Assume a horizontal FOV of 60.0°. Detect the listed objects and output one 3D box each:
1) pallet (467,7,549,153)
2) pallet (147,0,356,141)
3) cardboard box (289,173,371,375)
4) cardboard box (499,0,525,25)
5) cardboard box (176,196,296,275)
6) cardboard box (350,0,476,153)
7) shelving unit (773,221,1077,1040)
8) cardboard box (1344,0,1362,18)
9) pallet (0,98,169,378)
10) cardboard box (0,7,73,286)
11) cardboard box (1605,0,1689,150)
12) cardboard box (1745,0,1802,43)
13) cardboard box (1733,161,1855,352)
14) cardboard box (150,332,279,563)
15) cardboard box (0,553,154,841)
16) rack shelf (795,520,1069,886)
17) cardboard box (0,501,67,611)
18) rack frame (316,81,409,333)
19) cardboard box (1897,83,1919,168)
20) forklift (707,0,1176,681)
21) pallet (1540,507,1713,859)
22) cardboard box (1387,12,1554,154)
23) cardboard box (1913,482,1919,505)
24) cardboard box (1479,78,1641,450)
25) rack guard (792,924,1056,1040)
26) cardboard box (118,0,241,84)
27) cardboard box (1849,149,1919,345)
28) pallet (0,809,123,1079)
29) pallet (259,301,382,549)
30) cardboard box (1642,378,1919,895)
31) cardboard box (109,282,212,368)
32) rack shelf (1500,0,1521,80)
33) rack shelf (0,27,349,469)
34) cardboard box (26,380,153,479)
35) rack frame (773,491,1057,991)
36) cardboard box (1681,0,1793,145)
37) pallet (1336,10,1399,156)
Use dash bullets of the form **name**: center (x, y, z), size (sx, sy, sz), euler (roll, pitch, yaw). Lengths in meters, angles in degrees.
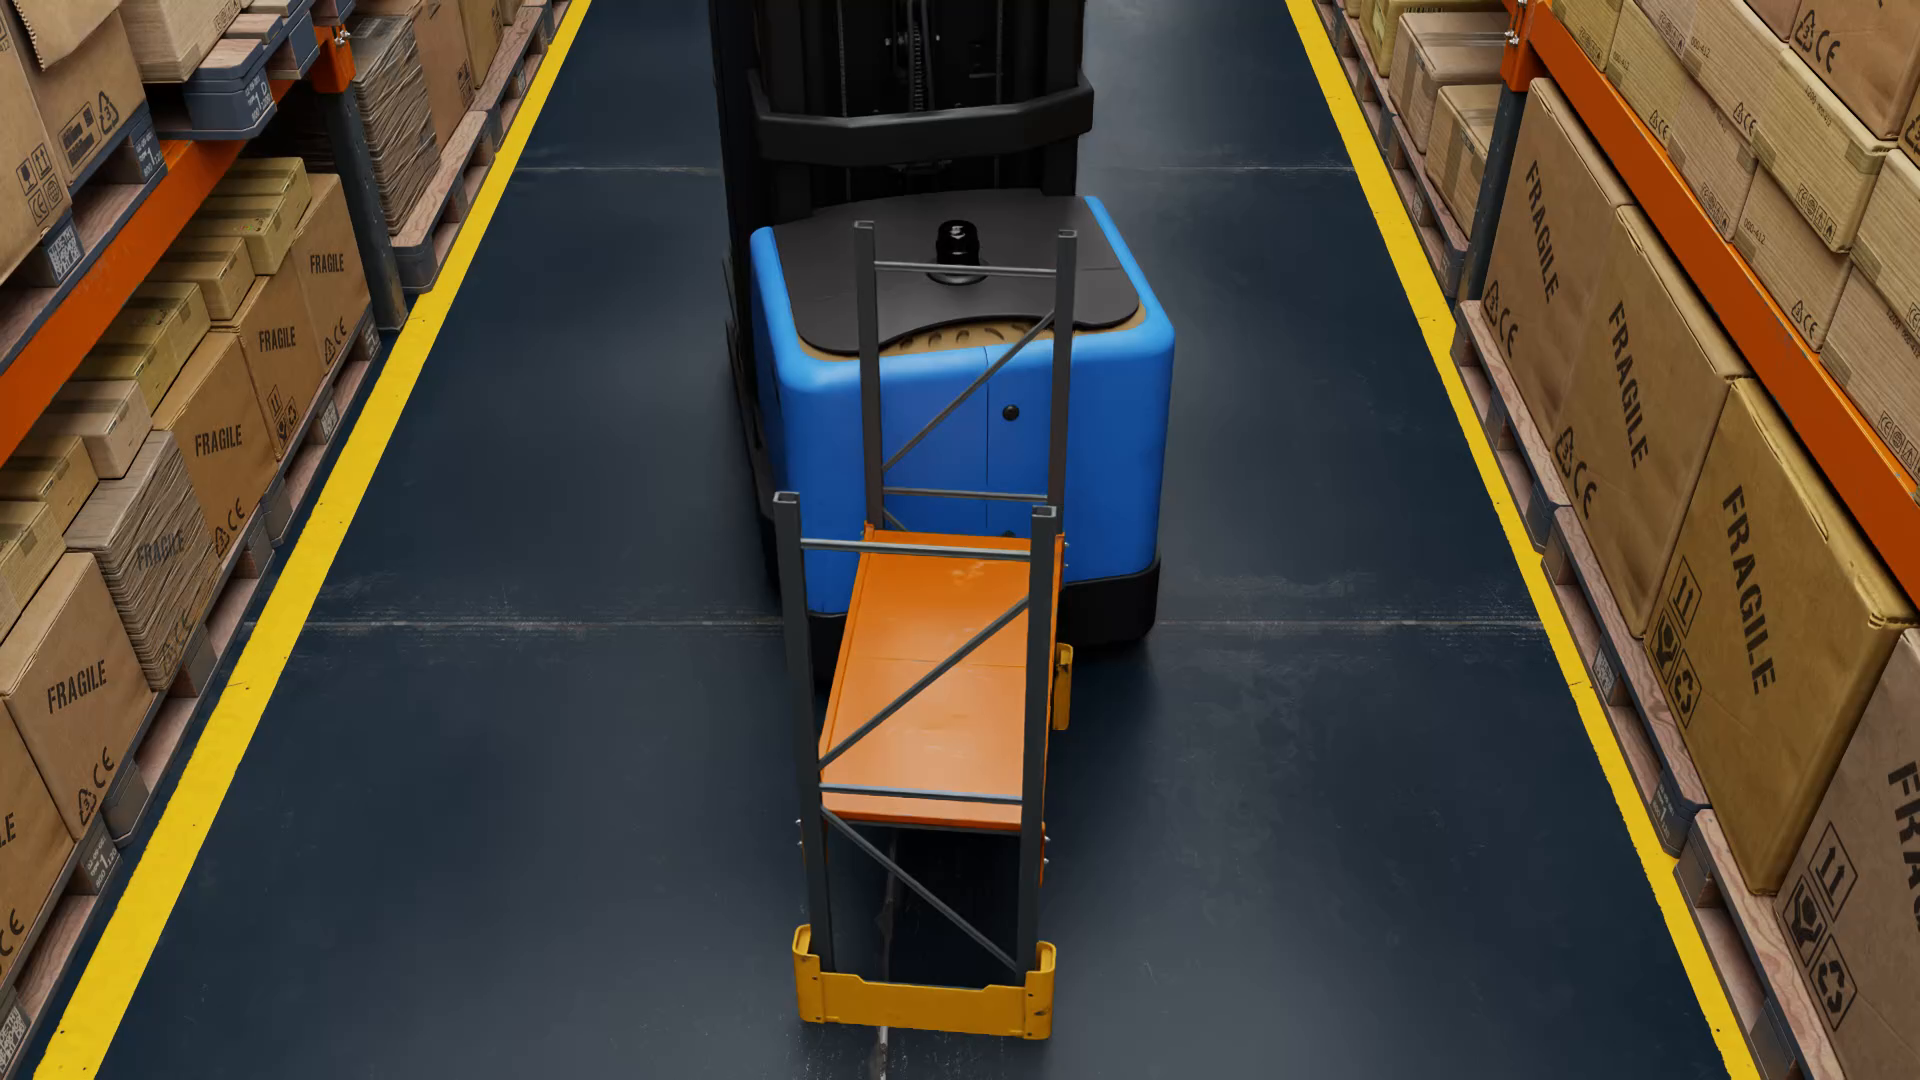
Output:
- **pallet**: center (-2.551, -2.170, 7.789), size (1.003, 0.211, 1.213), euler (0, 39, 0)
- **pallet**: center (-2.520, -1.484, 4.856), size (1.213, 0.211, 1.003), euler (0, 39, 0)
- **cardboard box**: center (-2.376, -0.907, 5.646), size (0.500, 0.500, 0.500), euler (1, 39, 1)
- **cardboard box**: center (-2.591, -2.910, 8.045), size (0.875, 0.625, 0.625), euler (0, 39, 0)
- **cardboard box**: center (-2.306, -0.945, 5.175), size (0.380, 0.149, 0.250), euler (-2, 39, -2)
- **cardboard box**: center (-2.587, -2.018, 6.933), size (0.875, 0.625, 0.625), euler (1, 39, 1)
- **shelving unit**: center (-0.035, 0.211, 3.787), size (0.587, 1.500, 1.083), euler (3, 39, 4)
- **cardboard box**: center (2.375, -2.851, 8.174), size (0.950, 0.372, 0.625), euler (2, 39, 3)
- **pallet**: center (-2.584, -0.691, 3.868), size (1.003, 0.211, 1.213), euler (0, 39, 0)
- **cardboard box**: center (-2.365, -0.801, 3.436), size (0.700, 0.500, 0.500), euler (0, 39, 0)
- **cardboard box**: center (2.140, -1.303, 4.597), size (0.500, 0.250, 0.500), euler (-1, 39, -1)
- **cardboard box**: center (2.124, -1.475, 3.813), size (0.500, 0.500, 0.500), euler (1, 39, 1)
- **cardboard box**: center (2.139, -0.666, 3.802), size (0.500, 0.250, 0.500), euler (0, 39, 0)
- **cardboard box**: center (-2.382, -0.266, 4.847), size (0.500, 0.500, 0.500), euler (2, 39, 2)
- **cardboard box**: center (-2.369, 0.383, 4.037), size (0.500, 0.500, 0.500), euler (-1, 39, -1)
- **rack shelf**: center (-0.034, 0.346, 3.907), size (0.538, 0.185, 1.000), euler (3, 39, 4)
- **cardboard box**: center (-2.385, 0.036, 3.950), size (0.380, 0.149, 0.250), euler (1, 39, 2)
- **rack frame**: center (-2.591, -1.983, 5.325), size (1.000, 3.000, 0.127), euler (0, 39, 0)
- **cardboard box**: center (2.137, -0.836, 3.015), size (0.500, 0.500, 0.500), euler (1, 39, 1)
- **forklift**: center (-0.229, -1.674, 4.996), size (1.130, 2.935, 3.031), euler (-7, 39, -9)
- **pallet**: center (2.297, 0.354, 4.640), size (1.003, 0.211, 1.213), euler (0, 39, 0)
- **cardboard box**: center (2.373, -1.942, 7.040), size (0.950, 0.372, 0.625), euler (-1, 39, -1)
- **cardboard box**: center (2.125, -0.027, 3.005), size (0.500, 0.250, 0.500), euler (-1, 39, -1)
- **cardboard box**: center (2.290, -0.891, 5.327), size (0.875, 0.875, 0.875), euler (0, 39, 0)
- **rack guard**: center (-0.080, 1.009, 3.791), size (0.587, 0.250, 0.087), euler (3, 39, 4)
- **cardboard box**: center (-2.266, -1.428, 4.418), size (0.500, 0.250, 0.500), euler (-2, 39, -2)
- **cardboard box**: center (2.119, -0.536, 3.240), size (0.500, 0.250, 0.500), euler (1, 39, 1)
- **pallet**: center (-2.625, 1.098, 3.711), size (1.003, 0.211, 1.213), euler (0, 39, 0)
- **pallet**: center (-2.628, -0.427, 5.615), size (1.003, 0.211, 1.213), euler (0, 39, 0)
- **cardboard box**: center (2.288, 0.226, 3.933), size (0.875, 0.875, 0.875), euler (1, 39, 1)
- **cardboard box**: center (-2.395, -0.615, 4.763), size (0.380, 0.149, 0.250), euler (1, 39, 1)
- **rack shelf**: center (2.370, -2.958, 7.118), size (1.077, 0.370, 4.000), euler (0, 39, 0)
- **rack shelf**: center (-2.589, -0.451, 3.990), size (1.077, 0.370, 4.000), euler (0, 39, 0)
- **cardboard box**: center (-2.364, -0.286, 4.353), size (0.380, 0.149, 0.250), euler (-2, 39, -2)
- **rack frame**: center (-0.080, 0.522, 3.399), size (0.500, 1.500, 0.032), euler (3, 39, 4)
- **cardboard box**: center (2.114, -1.173, 4.035), size (0.500, 0.250, 0.500), euler (0, 39, 0)
- **pallet**: center (2.375, -2.150, 7.764), size (1.003, 0.211, 1.213), euler (0, 39, 0)
